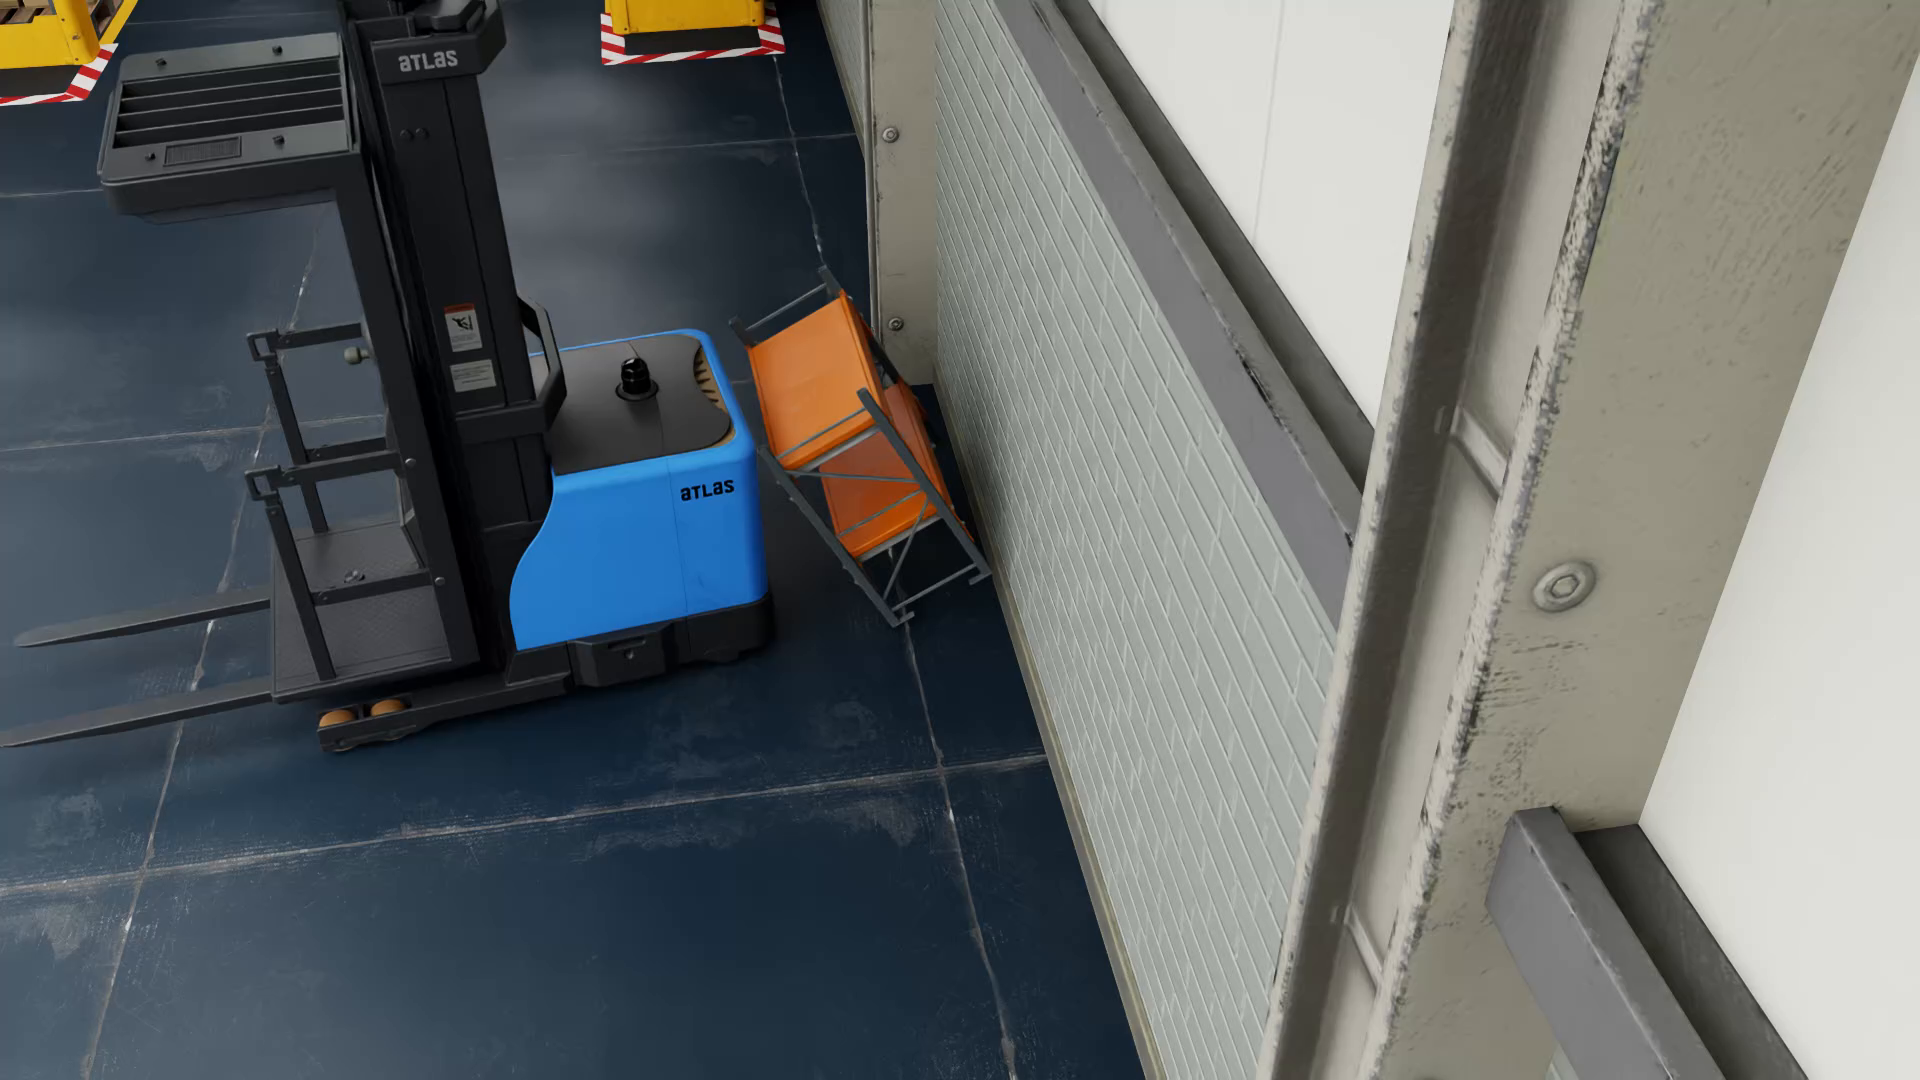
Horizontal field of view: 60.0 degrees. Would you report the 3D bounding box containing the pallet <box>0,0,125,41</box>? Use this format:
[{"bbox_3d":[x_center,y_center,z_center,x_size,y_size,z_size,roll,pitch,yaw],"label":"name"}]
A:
[{"bbox_3d":[-7.118,-4.133,12.898,1.003,0.211,1.213,-6,38,-8],"label":"pallet"}]

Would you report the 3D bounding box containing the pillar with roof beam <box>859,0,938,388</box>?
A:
[{"bbox_3d":[-4.532,-4.029,5.602,9.100,9.000,0.400,-6,38,-8],"label":"pillar with roof beam"}]

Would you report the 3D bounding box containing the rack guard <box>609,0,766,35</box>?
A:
[{"bbox_3d":[-2.107,-4.228,12.785,1.175,0.500,0.348,-6,38,-8],"label":"rack guard"}]

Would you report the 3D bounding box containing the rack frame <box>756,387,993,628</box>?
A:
[{"bbox_3d":[-0.330,-0.108,6.848,0.500,1.125,0.032,-29,39,8],"label":"rack frame"}]

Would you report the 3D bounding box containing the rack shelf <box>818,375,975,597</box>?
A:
[{"bbox_3d":[-0.329,-0.254,7.393,0.538,0.278,1.000,-29,39,8],"label":"rack shelf"}]

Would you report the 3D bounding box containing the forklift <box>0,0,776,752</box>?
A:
[{"bbox_3d":[-2.366,-0.677,6.233,3.031,2.935,1.130,-11,39,-14],"label":"forklift"}]

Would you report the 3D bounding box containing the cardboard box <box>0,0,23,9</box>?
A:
[{"bbox_3d":[-7.408,-4.248,12.671,0.500,0.250,0.500,-6,38,-8],"label":"cardboard box"}]

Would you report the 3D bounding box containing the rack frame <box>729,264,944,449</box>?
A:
[{"bbox_3d":[-0.547,-0.715,7.635,0.500,1.125,0.032,-29,39,8],"label":"rack frame"}]

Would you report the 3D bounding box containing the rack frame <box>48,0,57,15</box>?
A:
[{"bbox_3d":[-6.997,-4.694,11.347,1.000,3.000,0.127,-6,38,-8],"label":"rack frame"}]

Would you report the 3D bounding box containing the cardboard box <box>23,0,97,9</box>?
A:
[{"bbox_3d":[-6.866,-4.291,12.727,0.500,0.250,0.500,-7,38,-8],"label":"cardboard box"}]

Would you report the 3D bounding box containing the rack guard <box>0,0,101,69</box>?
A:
[{"bbox_3d":[-7.011,-3.753,12.173,1.175,0.500,0.348,-6,38,-8],"label":"rack guard"}]

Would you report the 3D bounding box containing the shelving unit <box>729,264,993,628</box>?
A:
[{"bbox_3d":[-0.439,-0.411,7.242,0.538,1.125,1.048,-29,39,8],"label":"shelving unit"}]

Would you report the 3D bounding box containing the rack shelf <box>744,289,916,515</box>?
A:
[{"bbox_3d":[-0.570,-0.600,7.060,0.538,0.278,1.000,-29,39,8],"label":"rack shelf"}]
